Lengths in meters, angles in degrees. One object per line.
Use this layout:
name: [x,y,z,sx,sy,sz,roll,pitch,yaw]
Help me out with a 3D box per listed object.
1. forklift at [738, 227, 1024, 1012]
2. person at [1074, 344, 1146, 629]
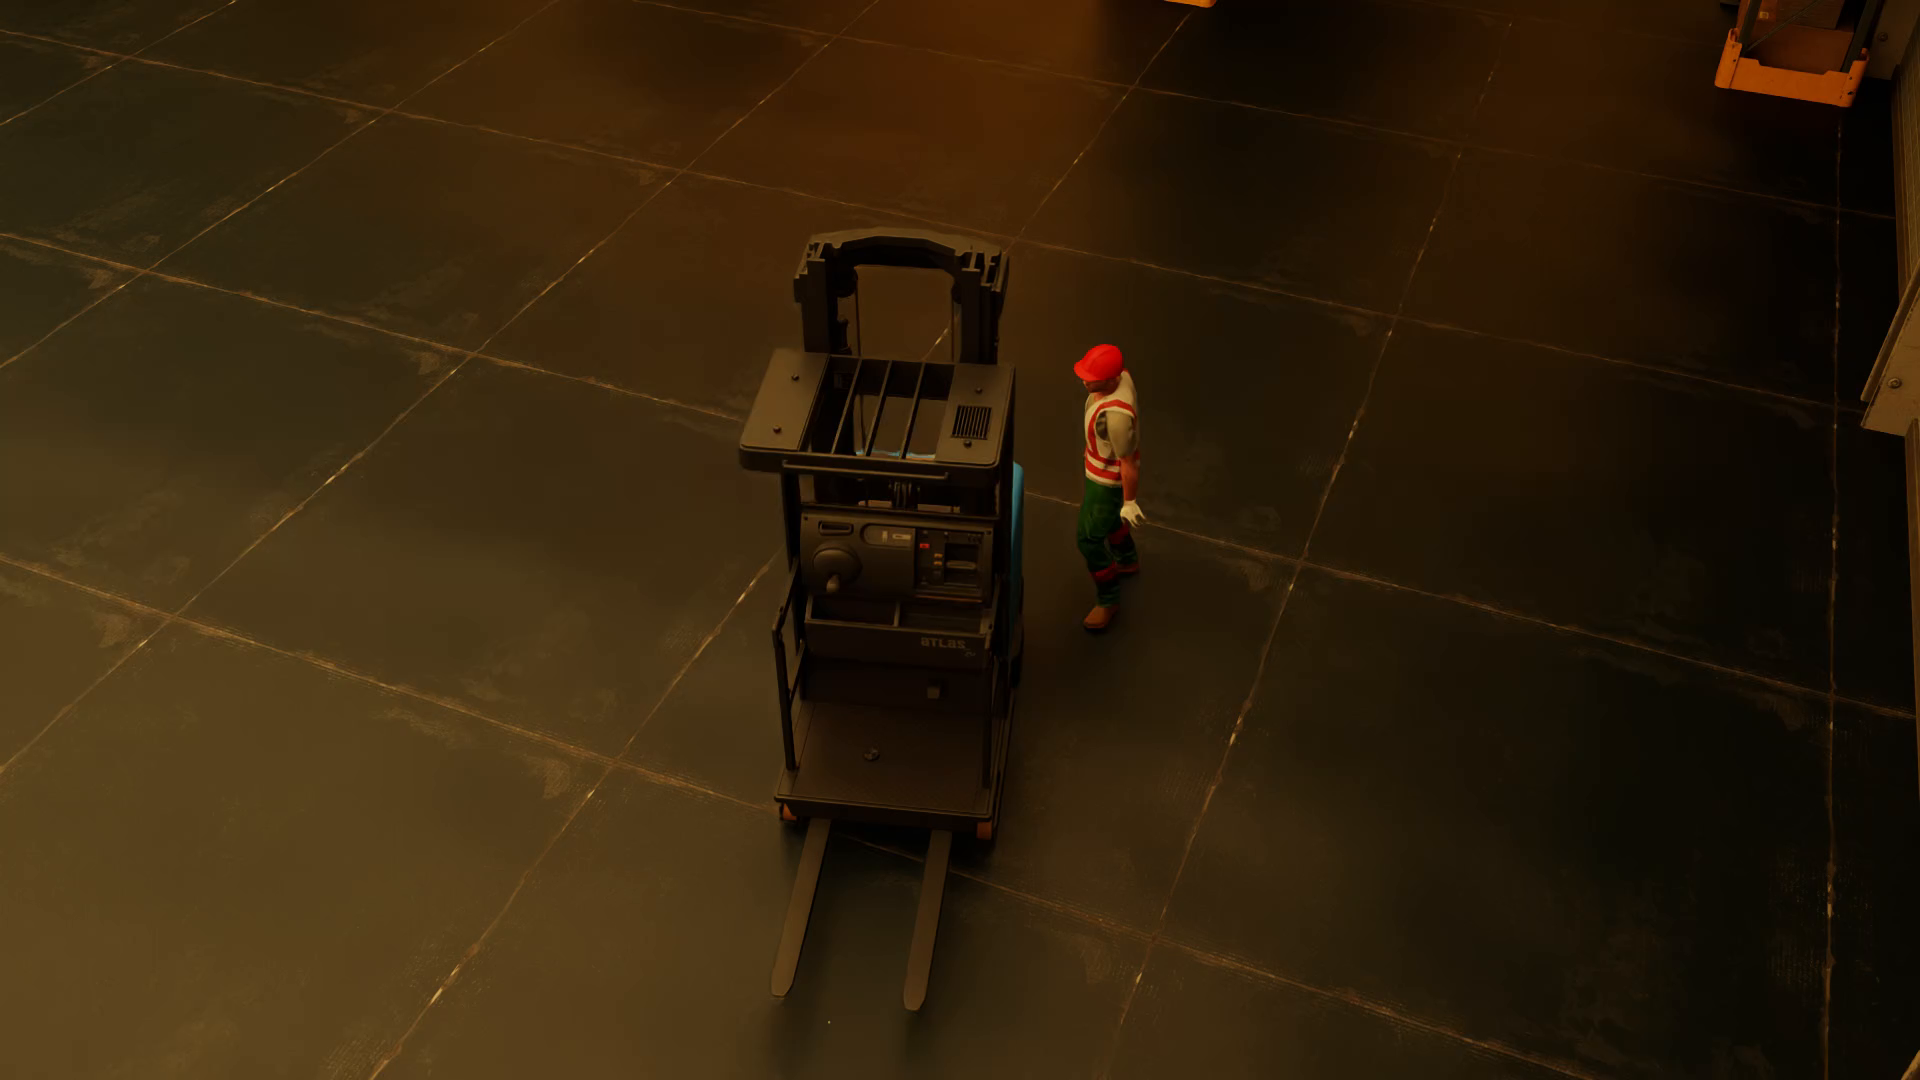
forklift: [-0.328,0.161,7.814,1.130,2.935,3.031,5,40,5]
person: [0.844,-0.401,9.436,0.460,1.750,0.885,2,40,2]
